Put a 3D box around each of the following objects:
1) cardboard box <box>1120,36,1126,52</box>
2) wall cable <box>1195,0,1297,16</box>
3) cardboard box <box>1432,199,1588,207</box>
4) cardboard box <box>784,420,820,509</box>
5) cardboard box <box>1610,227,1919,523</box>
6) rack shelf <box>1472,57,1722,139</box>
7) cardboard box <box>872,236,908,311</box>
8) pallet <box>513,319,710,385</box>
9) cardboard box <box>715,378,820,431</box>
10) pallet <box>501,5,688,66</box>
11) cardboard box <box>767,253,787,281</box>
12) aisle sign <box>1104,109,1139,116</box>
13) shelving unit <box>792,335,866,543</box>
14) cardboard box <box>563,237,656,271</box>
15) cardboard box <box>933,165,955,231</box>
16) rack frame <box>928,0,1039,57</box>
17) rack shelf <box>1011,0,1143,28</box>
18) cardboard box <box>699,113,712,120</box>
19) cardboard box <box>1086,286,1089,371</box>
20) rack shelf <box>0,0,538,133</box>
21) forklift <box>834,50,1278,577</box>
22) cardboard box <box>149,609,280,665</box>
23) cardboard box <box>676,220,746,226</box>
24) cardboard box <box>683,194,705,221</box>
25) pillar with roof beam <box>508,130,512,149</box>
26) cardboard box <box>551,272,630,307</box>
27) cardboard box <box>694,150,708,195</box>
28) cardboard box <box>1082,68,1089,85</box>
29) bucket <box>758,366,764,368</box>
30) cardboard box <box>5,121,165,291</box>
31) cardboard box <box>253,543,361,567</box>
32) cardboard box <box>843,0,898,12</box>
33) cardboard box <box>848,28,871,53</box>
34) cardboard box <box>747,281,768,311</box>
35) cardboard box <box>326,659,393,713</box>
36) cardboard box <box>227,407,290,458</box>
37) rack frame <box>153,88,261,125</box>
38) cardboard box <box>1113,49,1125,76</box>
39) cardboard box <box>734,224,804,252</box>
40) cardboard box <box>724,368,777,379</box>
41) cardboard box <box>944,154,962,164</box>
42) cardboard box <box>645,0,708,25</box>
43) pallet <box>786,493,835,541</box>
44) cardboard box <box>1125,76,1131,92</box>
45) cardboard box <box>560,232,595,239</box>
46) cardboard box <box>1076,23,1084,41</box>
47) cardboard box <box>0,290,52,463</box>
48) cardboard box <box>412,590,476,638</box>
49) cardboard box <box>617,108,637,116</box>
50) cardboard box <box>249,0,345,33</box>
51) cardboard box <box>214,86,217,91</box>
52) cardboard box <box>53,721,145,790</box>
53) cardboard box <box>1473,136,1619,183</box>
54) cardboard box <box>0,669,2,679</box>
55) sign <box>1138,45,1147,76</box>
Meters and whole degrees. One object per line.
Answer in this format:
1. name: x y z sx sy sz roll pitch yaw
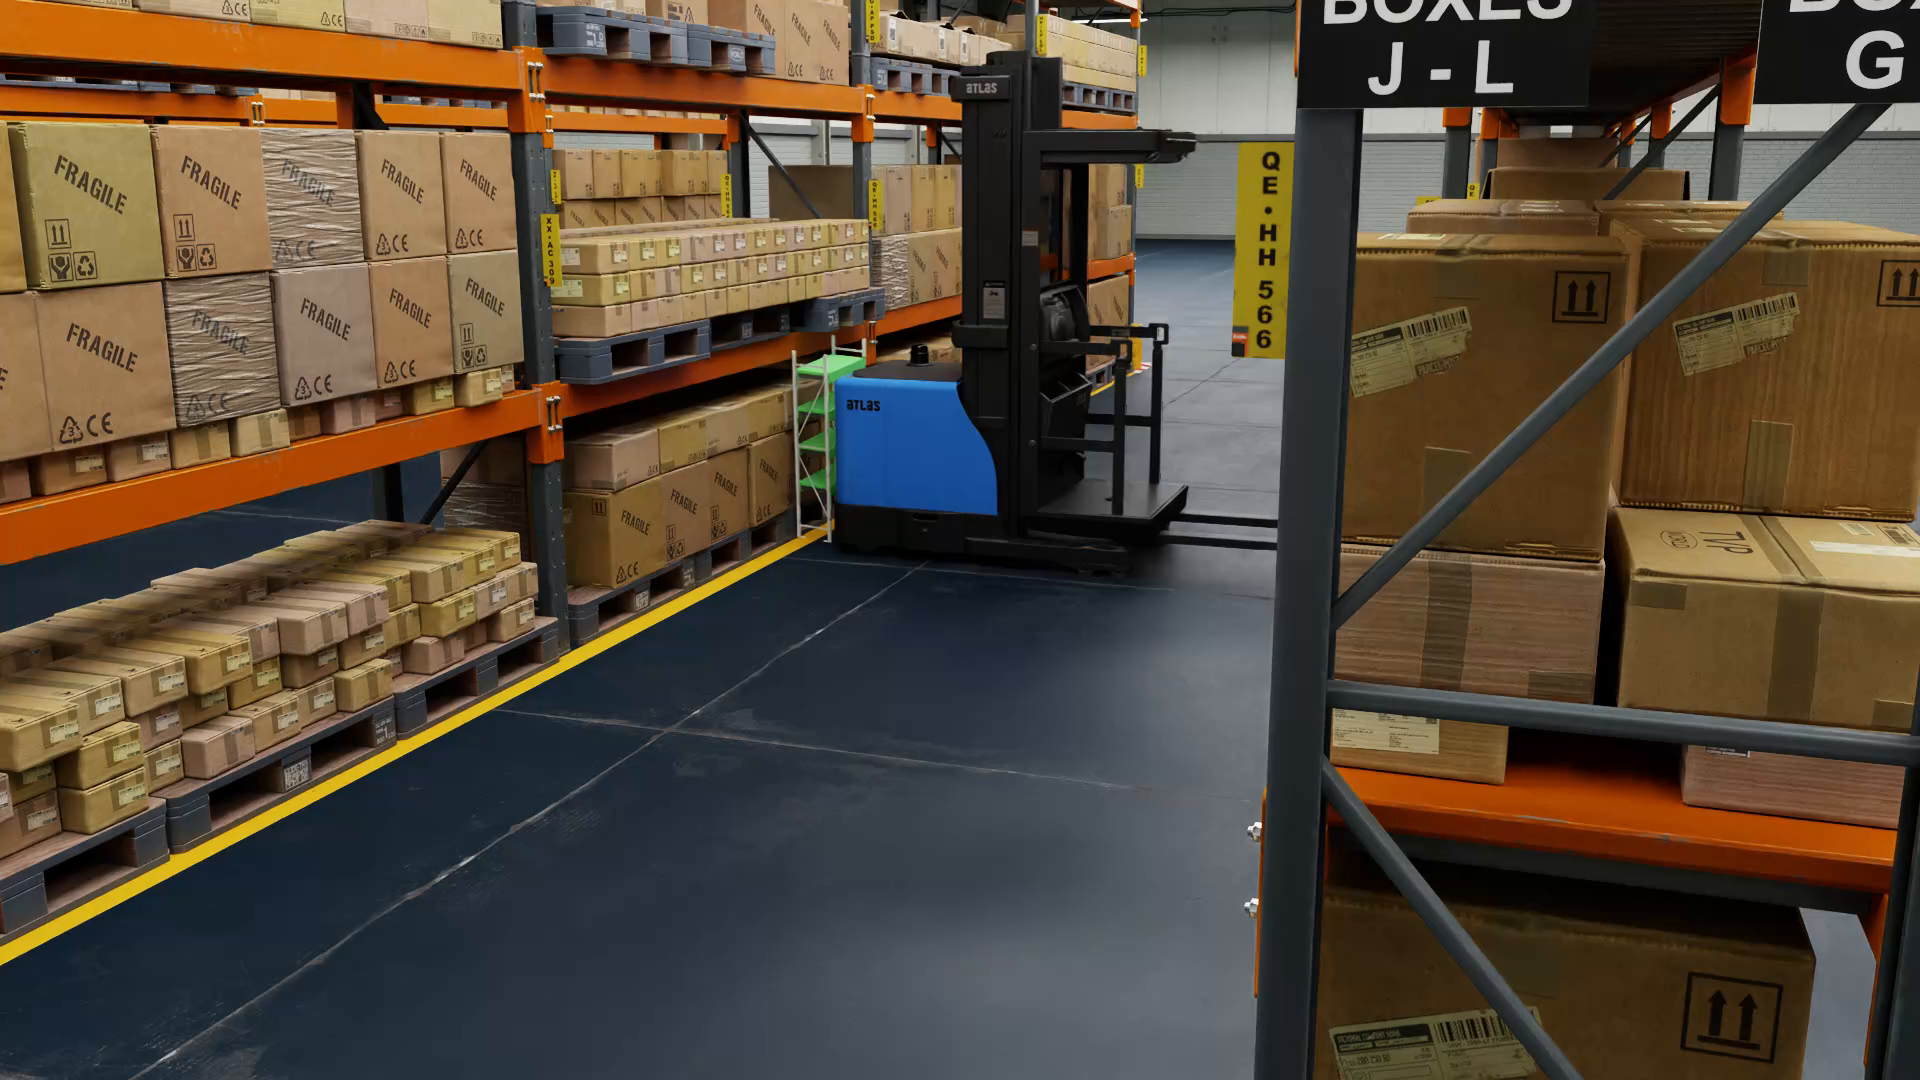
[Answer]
1. cardboard box: 1.543 -5.246 17.594 0.380 0.149 0.250 5 14 19
2. wall cable: 8.403 -16.590 48.359 3.097 2.526 0.112 4 14 18
3. cardboard box: 1.877 -0.916 5.742 0.500 0.500 0.500 4 14 18
4. cardboard box: -1.229 -0.501 10.615 0.500 0.500 0.500 5 14 21
5. cardboard box: 1.552 -0.343 3.232 0.500 0.500 0.500 4 13 17
6. rack shelf: 2.921 -2.093 7.794 1.077 0.370 4.000 4 14 18
7. cardboard box: -0.692 -1.905 11.869 0.500 0.500 0.500 5 14 19
8. pallet: -2.002 -0.996 8.541 1.003 0.211 1.213 4 14 18
9. cardboard box: -1.219 -0.863 10.516 0.500 0.250 0.500 5 14 19
10. pallet: -2.086 -2.432 8.084 1.213 0.211 1.003 4 14 18
11. cardboard box: -1.237 -1.600 9.709 0.380 0.149 0.250 5 14 20
12. aisle sign: 1.803 -4.726 18.612 0.394 0.787 0.004 4 14 18
13. shelving unit: -0.808 -0.640 10.461 0.258 1.200 0.503 9 21 24
14. cardboard box: -1.739 -1.420 8.253 0.380 0.149 0.250 5 14 20
15. cardboard box: -0.446 -2.734 13.252 0.700 0.500 0.500 4 14 18
16. rack frame: 0.202 -5.548 14.573 1.000 3.000 0.127 4 14 18
17. rack shelf: 0.849 -5.424 16.543 1.077 0.370 4.000 4 14 18
18. cardboard box: -3.121 -4.991 19.436 0.380 0.149 0.250 4 14 19
19. cardboard box: 0.760 -2.110 16.821 0.875 0.875 0.875 4 14 19
20. rack shelf: -3.034 -1.630 5.762 1.077 0.370 4.000 4 14 18
21. forklift: 0.808 -1.348 9.806 3.031 2.935 1.130 4 14 18
22. cardboard box: -2.792 0.374 6.234 0.380 0.149 0.250 4 14 19
23. cardboard box: -1.593 -1.962 10.627 0.380 0.149 0.250 4 14 18
24. cardboard box: -3.302 -3.755 19.307 0.500 0.500 0.500 4 14 19
25. pillar with roof beam: -2.982 -7.954 25.113 9.100 9.000 0.400 4 14 18
26. cardboard box: -1.824 -1.216 8.027 0.380 0.149 0.250 5 14 19
27. cardboard box: -3.350 -4.253 19.239 0.700 0.500 0.500 4 14 19
28. cardboard box: 1.052 -4.537 16.281 0.380 0.149 0.250 4 14 18
29. bucket: -1.936 -1.963 16.289 0.726 0.611 0.620 10 26 38
30. cardboard box: -2.938 -1.068 5.286 0.500 0.500 0.500 4 13 17
31. cardboard box: -2.874 0.124 7.329 0.380 0.149 0.250 4 14 18
32. cardboard box: -0.795 -3.932 12.840 0.500 0.500 0.500 4 14 18
33. cardboard box: -0.833 -3.433 11.445 0.380 0.149 0.250 4 13 16
34. cardboard box: -1.322 -1.399 9.498 0.380 0.149 0.250 4 13 16
35. cardboard box: -2.526 0.571 6.707 0.380 0.149 0.250 4 14 18
36. cardboard box: -2.695 -0.405 6.087 0.380 0.149 0.250 5 14 20
37. rack frame: -5.809 -2.116 13.019 1.000 3.000 0.127 4 14 18
38. cardboard box: 1.439 -5.025 17.522 0.500 0.250 0.500 4 14 19
39. cardboard box: -1.152 -1.803 9.929 0.380 0.149 0.250 4 14 18
40. cardboard box: -1.545 -1.005 11.139 0.500 0.250 0.500 4 13 16
41. cardboard box: 0.354 -3.298 15.433 0.875 0.550 0.550 4 14 18
42. cardboard box: -1.762 -2.972 8.852 0.797 0.503 0.637 4 14 18
43. pallet: -1.347 -0.257 11.141 1.003 0.211 1.213 4 14 18
44. cardboard box: 1.627 -4.912 17.921 0.380 0.149 0.250 4 14 19
45. cardboard box: -2.185 -1.576 8.936 0.380 0.149 0.250 4 14 18
46. cardboard box: 0.969 -4.873 15.958 0.380 0.149 0.250 5 14 19
47. cardboard box: -3.125 -0.480 4.955 0.500 0.500 0.500 4 14 19
48. cardboard box: -2.333 0.306 7.201 0.380 0.149 0.250 4 13 16
49. cardboard box: -3.682 -4.612 17.775 0.380 0.149 0.250 4 13 17
50. cardboard box: -2.626 -1.994 6.080 0.500 0.250 0.500 4 14 18
51. cardboard box: -5.906 -3.538 13.070 0.380 0.149 0.250 4 14 18
52. cardboard box: -2.945 0.694 5.502 0.380 0.149 0.250 5 14 20
53. cardboard box: 4.473 -2.585 12.781 1.000 1.000 1.000 4 14 19
54. cardboard box: -3.506 0.506 5.655 0.380 0.149 0.250 4 13 16
55. sign: 2.005 -5.279 18.323 0.100 0.325 0.005 4 14 18
